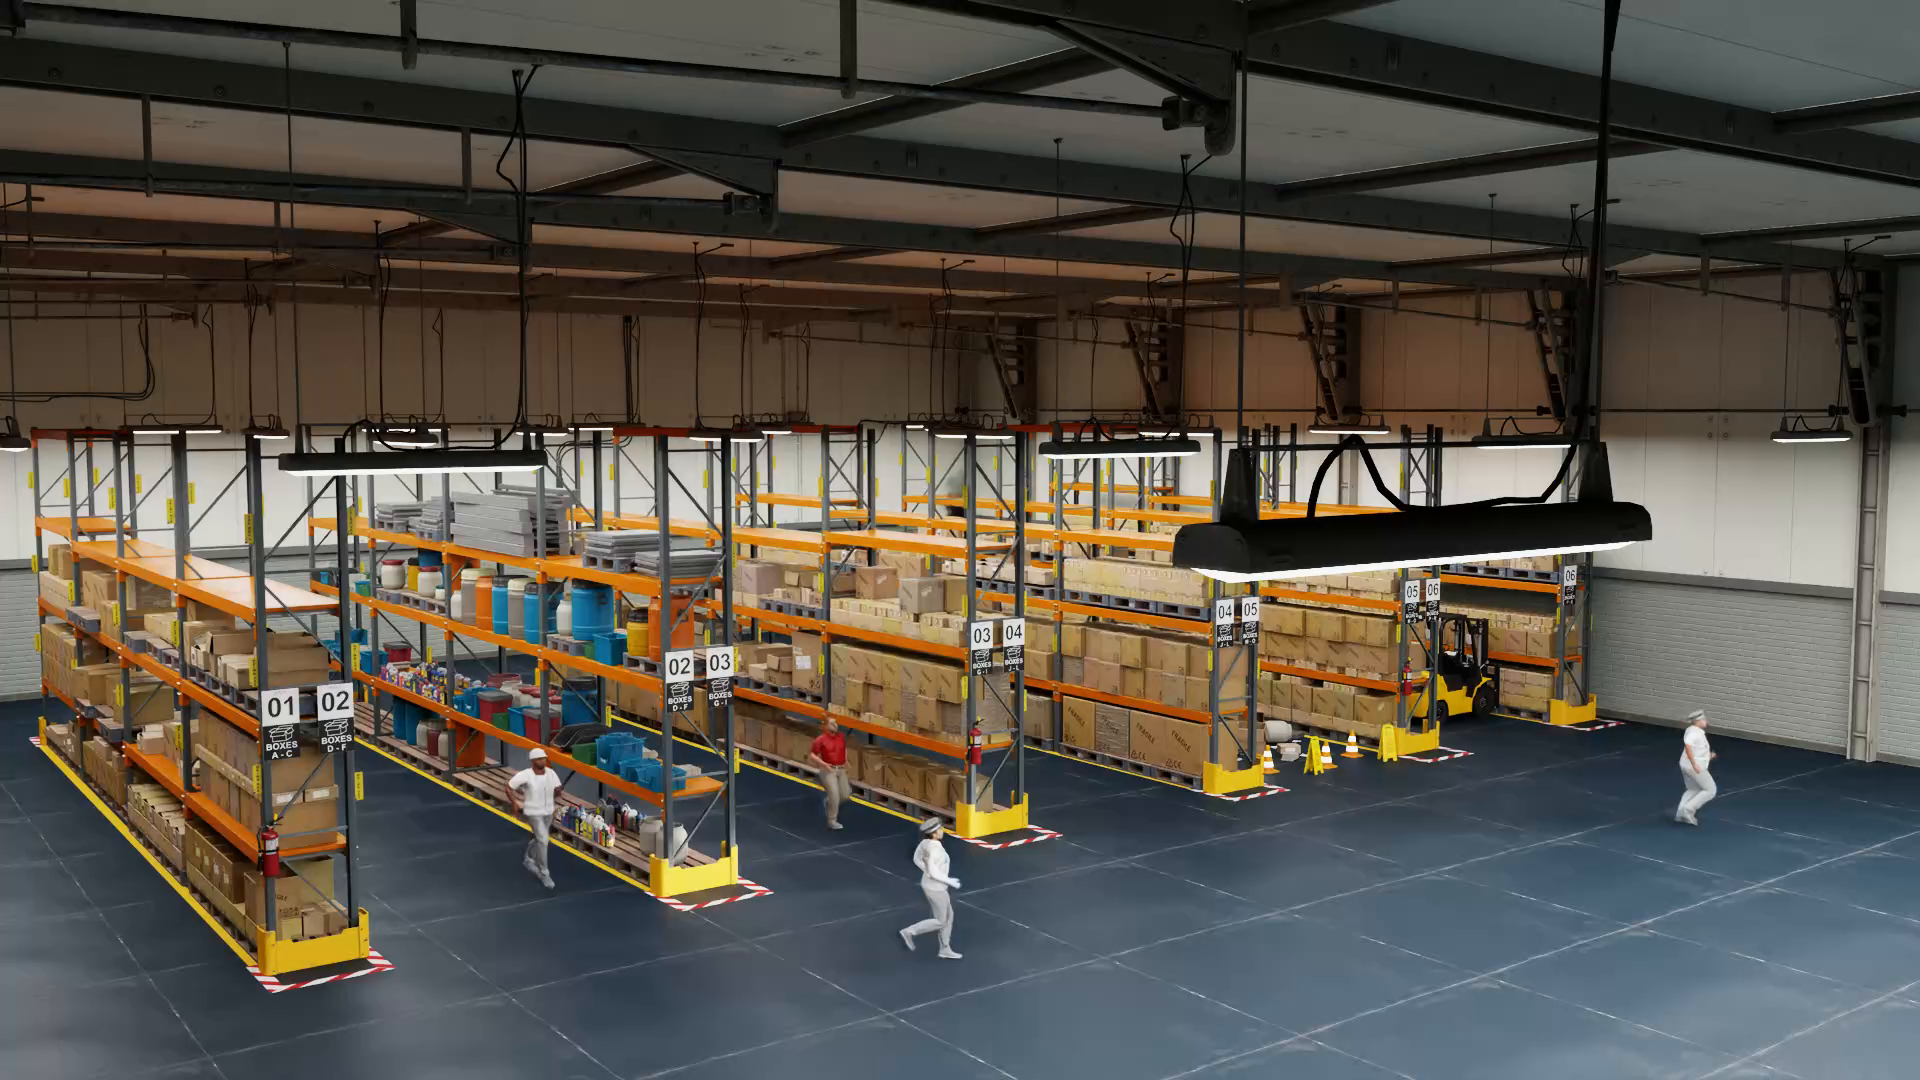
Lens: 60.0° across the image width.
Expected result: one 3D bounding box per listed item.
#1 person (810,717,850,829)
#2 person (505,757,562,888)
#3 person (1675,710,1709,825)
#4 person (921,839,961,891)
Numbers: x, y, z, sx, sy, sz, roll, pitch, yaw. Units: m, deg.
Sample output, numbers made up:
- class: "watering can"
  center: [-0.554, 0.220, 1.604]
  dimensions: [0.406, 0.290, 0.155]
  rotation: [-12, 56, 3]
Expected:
- class: "person"
  center: [-1.950, 3.513, 25.200]
  dimensions: [0.661, 1.672, 0.607]
  rotation: [-4, 6, -41]
- class: "person"
  center: [-5.650, 3.708, 22.287]
  dimensions: [0.820, 1.783, 0.677]
  rotation: [3, 6, 37]
- class: "person"
  center: [11.203, 3.461, 25.399]
  dimensions: [0.439, 1.757, 0.448]
  rotation: [1, 5, 7]
- class: "person"
  center: [-0.233, 3.719, 19.109]
  dimensions: [0.423, 0.557, 0.455]
  rotation: [-1, 5, -13]
